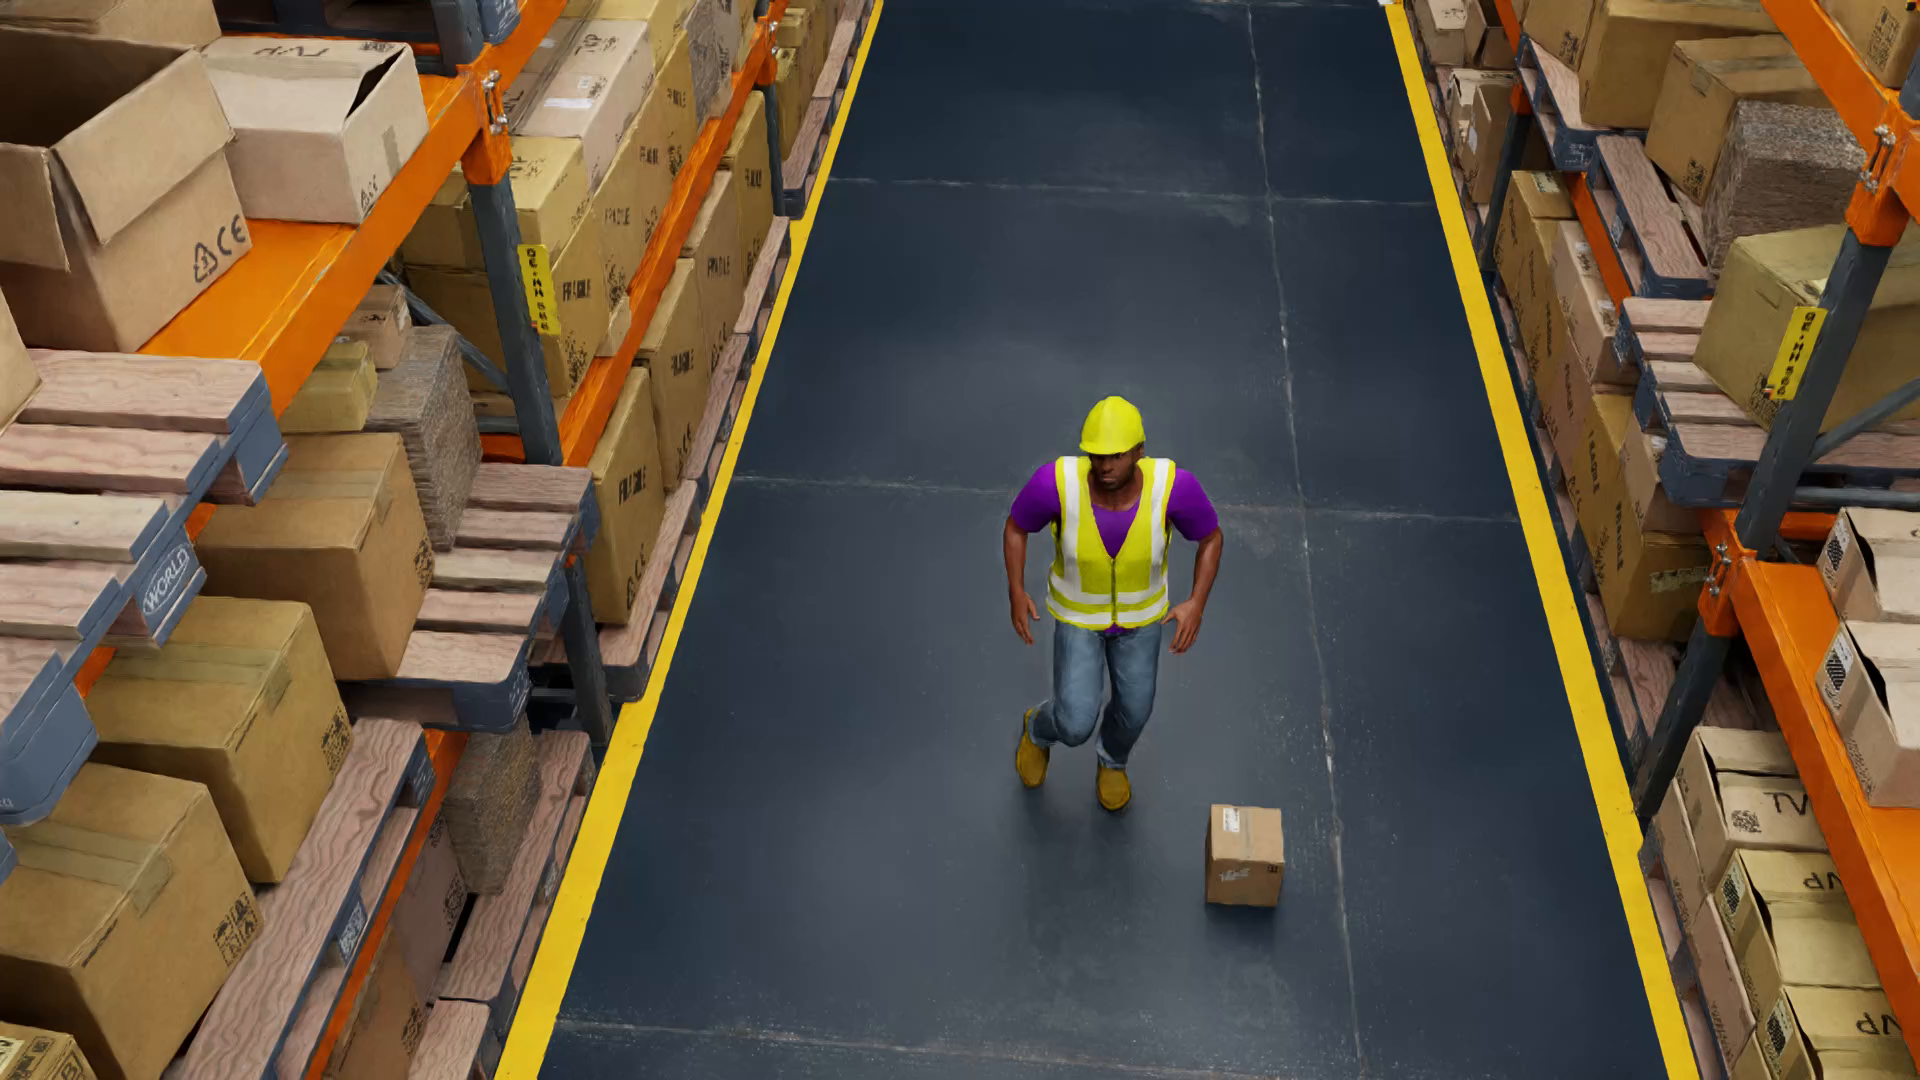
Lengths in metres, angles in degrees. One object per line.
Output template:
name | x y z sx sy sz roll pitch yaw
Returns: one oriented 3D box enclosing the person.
person | 0.542 0.264 5.848 0.749 1.732 0.523 -4 40 -5
